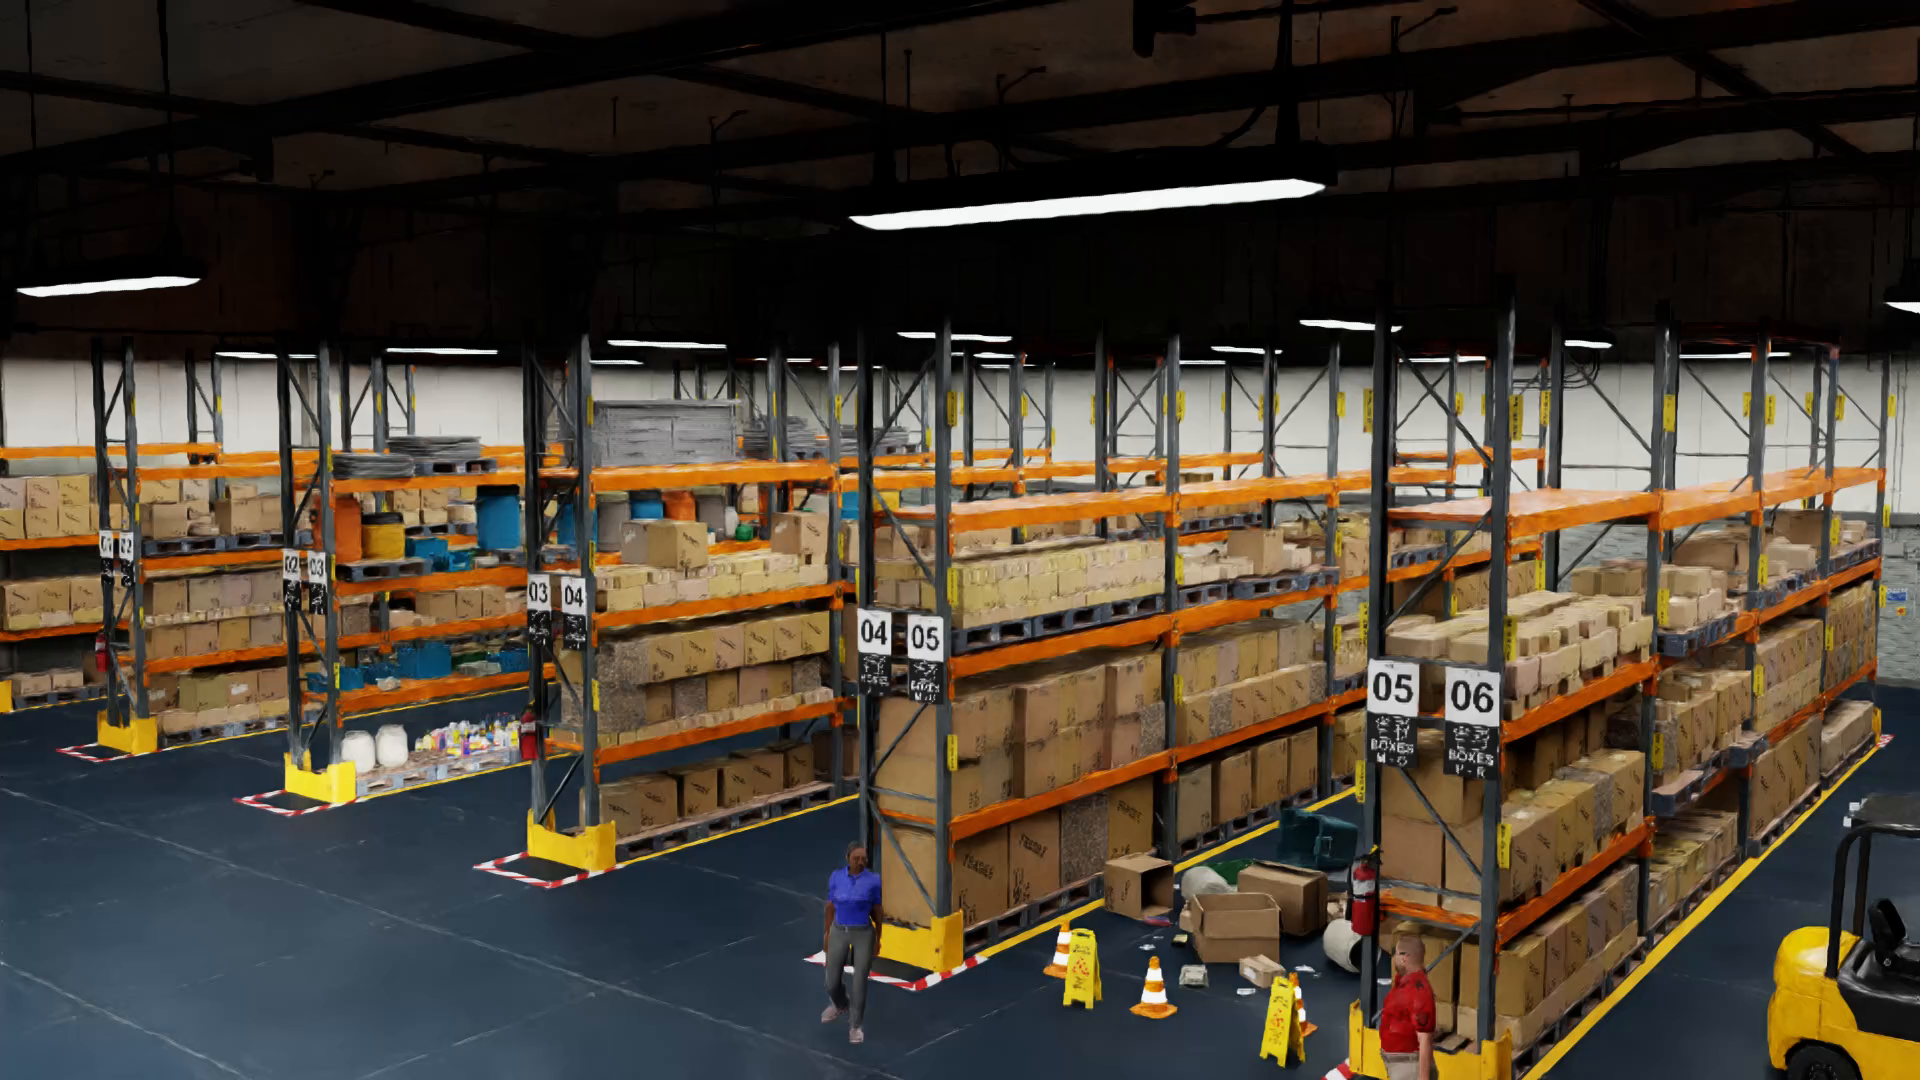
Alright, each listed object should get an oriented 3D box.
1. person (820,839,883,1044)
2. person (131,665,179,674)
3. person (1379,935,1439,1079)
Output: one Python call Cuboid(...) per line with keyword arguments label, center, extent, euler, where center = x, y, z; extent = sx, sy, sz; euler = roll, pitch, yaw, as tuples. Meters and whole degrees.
Cuboid(label="person", center=(-0.877, 3.183, 13.400), extent=(0.525, 1.649, 0.518), euler=(0, 5, 1))
Cuboid(label="person", center=(-12.879, 1.974, 26.743), extent=(0.736, 1.715, 0.896), euler=(2, 5, 22))
Cuboid(label="person", center=(2.882, 3.379, 10.558), extent=(0.430, 1.720, 0.652), euler=(1, 5, 8))
